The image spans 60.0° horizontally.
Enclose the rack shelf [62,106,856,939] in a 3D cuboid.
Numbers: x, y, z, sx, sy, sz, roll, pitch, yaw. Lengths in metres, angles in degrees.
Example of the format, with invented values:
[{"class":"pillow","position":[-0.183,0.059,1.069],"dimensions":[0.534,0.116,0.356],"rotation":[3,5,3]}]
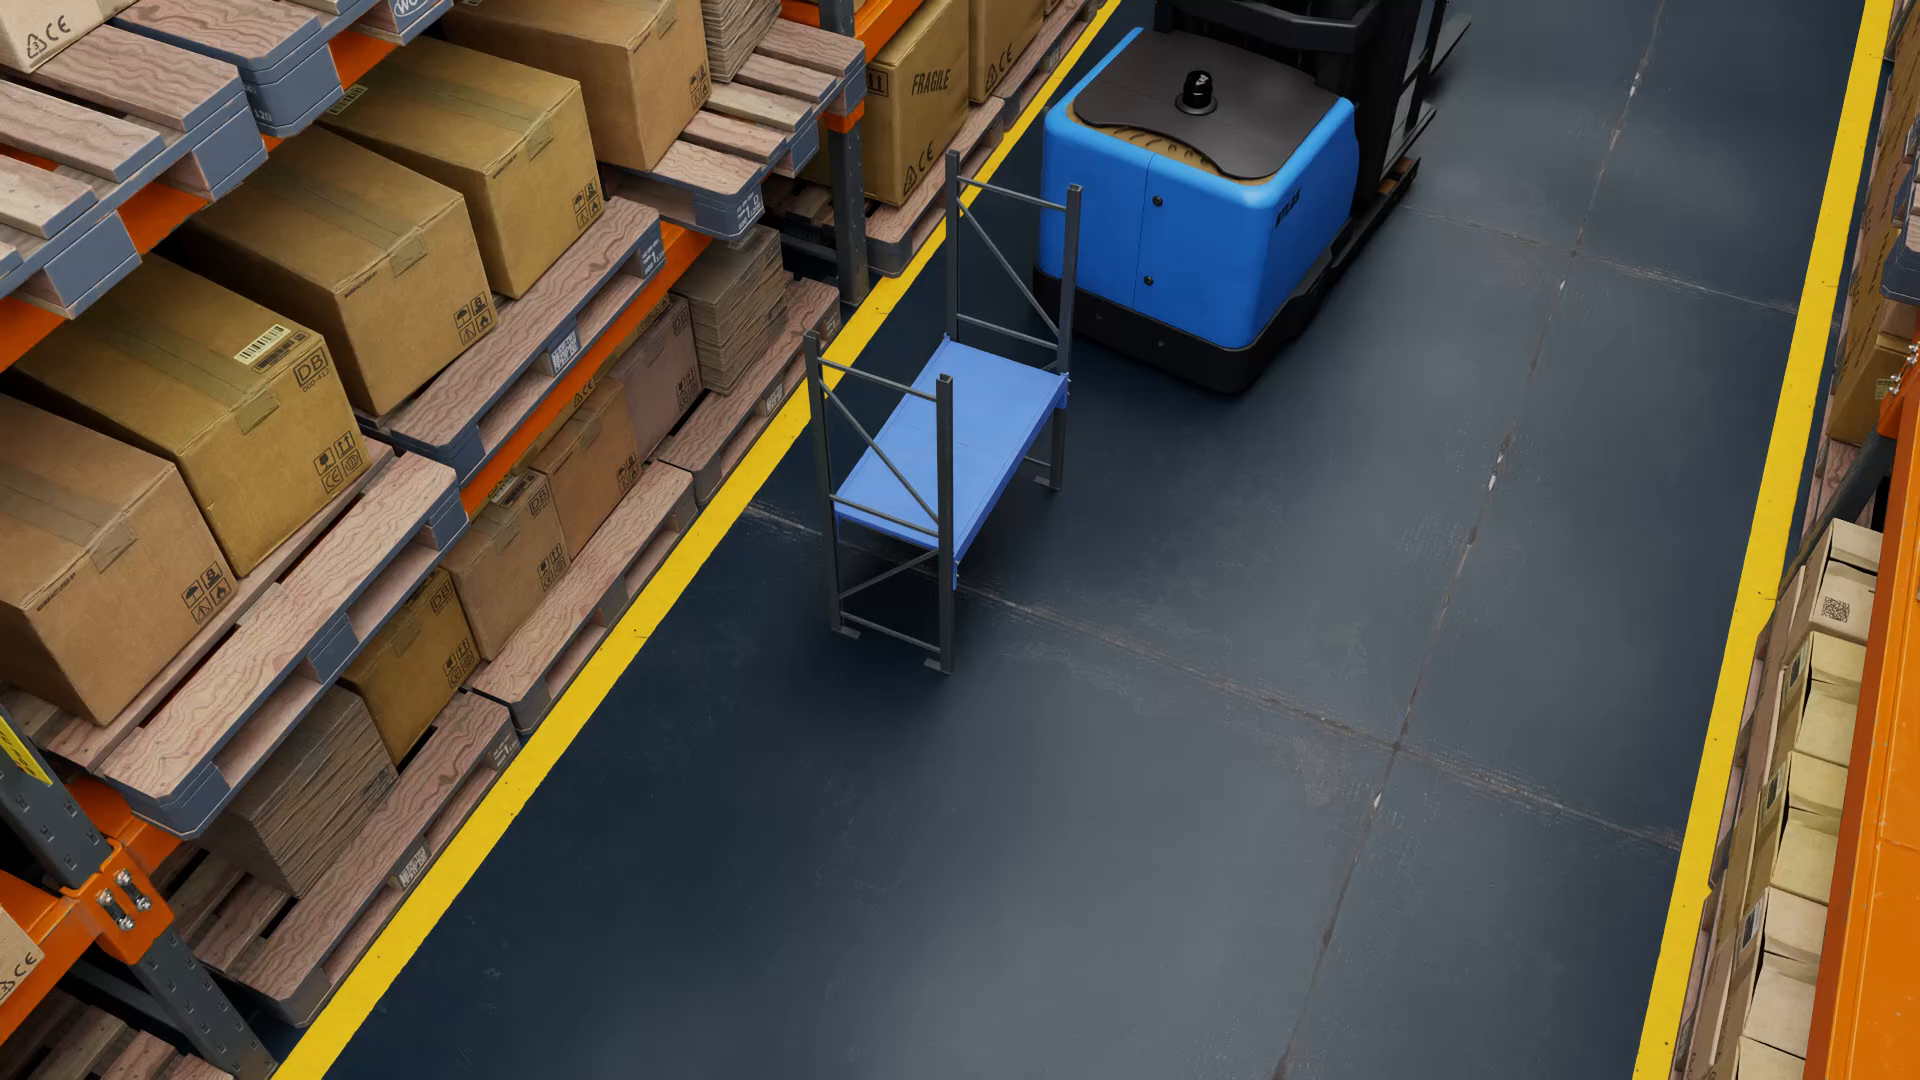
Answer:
[{"class":"rack shelf","position":[-1.741,-0.602,5.580],"dimensions":[1.077,0.370,4.000],"rotation":[20,52,16]}]

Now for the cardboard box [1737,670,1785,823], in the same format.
[{"class":"cardboard box","position":[2.891,0.764,5.475],"dimensions":[0.500,0.250,0.500],"rotation":[18,52,15]}]

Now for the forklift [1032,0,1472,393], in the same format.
[{"class":"forklift","position":[1.538,-2.677,6.918],"dimensions":[1.130,2.935,3.031],"rotation":[26,54,21]}]

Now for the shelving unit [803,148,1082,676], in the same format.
[{"class":"shelving unit","position":[-0.036,-0.427,5.944],"dimensions":[0.538,1.500,1.048],"rotation":[20,52,16]}]

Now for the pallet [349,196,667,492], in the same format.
[{"class":"pallet","position":[-1.695,-0.773,5.380],"dimensions":[1.003,0.211,1.213],"rotation":[20,52,16]}]

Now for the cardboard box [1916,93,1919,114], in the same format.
[{"class":"cardboard box","position":[4.449,-1.990,7.149],"dimensions":[0.500,0.250,0.500],"rotation":[20,52,16]}]

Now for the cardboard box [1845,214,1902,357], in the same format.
[{"class":"cardboard box","position":[4.003,-1.012,6.809],"dimensions":[0.500,0.500,0.500],"rotation":[18,52,15]}]

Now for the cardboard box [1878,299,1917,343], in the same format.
[{"class":"cardboard box","position":[3.802,-0.939,6.255],"dimensions":[0.500,0.250,0.500],"rotation":[22,53,17]}]

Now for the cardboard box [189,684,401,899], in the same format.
[{"class":"cardboard box","position":[-2.296,0.698,5.354],"dimensions":[0.700,0.500,0.500],"rotation":[21,53,17]}]

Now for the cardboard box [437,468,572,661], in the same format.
[{"class":"cardboard box","position":[-1.866,-0.013,5.959],"dimensions":[0.700,0.500,0.500],"rotation":[20,53,16]}]

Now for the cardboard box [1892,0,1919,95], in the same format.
[{"class":"cardboard box","position":[4.876,-2.436,8.021],"dimensions":[0.500,0.500,0.500],"rotation":[18,52,14]}]

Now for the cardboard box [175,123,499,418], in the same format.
[{"class":"cardboard box","position":[-1.849,-0.818,4.937],"dimensions":[0.700,0.500,0.500],"rotation":[27,55,21]}]

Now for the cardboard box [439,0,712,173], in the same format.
[{"class":"cardboard box","position":[-1.292,-1.666,5.659],"dimensions":[0.700,0.500,0.500],"rotation":[15,51,13]}]

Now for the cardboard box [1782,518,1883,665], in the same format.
[{"class":"cardboard box","position":[3.105,0.235,5.557],"dimensions":[0.500,0.311,0.500],"rotation":[21,53,17]}]

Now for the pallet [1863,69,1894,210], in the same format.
[{"class":"pallet","position":[4.990,-1.881,8.027],"dimensions":[1.003,0.211,1.213],"rotation":[20,52,16]}]

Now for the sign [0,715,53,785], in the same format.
[{"class":"sign","position":[-2.101,0.433,3.659],"dimensions":[0.100,0.325,0.005],"rotation":[20,52,16]}]

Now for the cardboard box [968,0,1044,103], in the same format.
[{"class":"cardboard box","position":[-0.074,-2.716,8.043],"dimensions":[0.750,0.750,0.750],"rotation":[20,52,16]}]

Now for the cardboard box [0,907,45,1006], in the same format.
[{"class":"cardboard box","position":[-2.524,1.009,3.822],"dimensions":[0.500,0.250,0.500],"rotation":[20,52,16]}]

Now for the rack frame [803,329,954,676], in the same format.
[{"class":"rack frame","position":[-0.254,-0.077,5.646],"dimensions":[0.500,1.500,0.032],"rotation":[20,52,16]}]

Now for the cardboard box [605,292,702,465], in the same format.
[{"class":"cardboard box","position":[-1.472,-0.715,6.556],"dimensions":[0.700,0.500,0.500],"rotation":[20,52,16]}]

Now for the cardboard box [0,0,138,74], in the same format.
[{"class":"cardboard box","position":[-2.026,-1.311,3.525],"dimensions":[0.500,0.311,0.500],"rotation":[21,53,17]}]

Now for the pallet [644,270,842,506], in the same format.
[{"class":"pallet","position":[-1.222,-0.771,7.082],"dimensions":[1.003,0.211,1.213],"rotation":[20,52,16]}]

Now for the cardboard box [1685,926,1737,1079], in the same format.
[{"class":"cardboard box","position":[2.455,1.477,4.869],"dimensions":[0.500,0.250,0.500],"rotation":[21,53,17]}]

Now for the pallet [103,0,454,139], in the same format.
[{"class":"pallet","position":[-1.795,-1.475,4.004],"dimensions":[1.213,0.211,1.003],"rotation":[20,52,16]}]

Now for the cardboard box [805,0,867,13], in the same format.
[{"class":"cardboard box","position":[-0.536,-2.288,6.695],"dimensions":[0.380,0.149,0.250],"rotation":[19,52,16]}]

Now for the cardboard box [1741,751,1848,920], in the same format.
[{"class":"cardboard box","position":[2.668,0.950,4.948],"dimensions":[0.500,0.311,0.500],"rotation":[19,52,15]}]

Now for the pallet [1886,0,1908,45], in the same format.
[{"class":"pallet","position":[5.597,-2.926,8.917],"dimensions":[1.003,0.211,1.213],"rotation":[20,52,16]}]

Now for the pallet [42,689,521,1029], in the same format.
[{"class":"pallet","position":[-2.264,0.909,5.653],"dimensions":[1.003,0.211,1.213],"rotation":[20,52,16]}]

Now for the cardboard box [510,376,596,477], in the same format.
[{"class":"cardboard box","position":[-1.662,-0.547,5.921],"dimensions":[0.500,0.250,0.500],"rotation":[20,52,16]}]

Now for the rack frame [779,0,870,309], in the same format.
[{"class":"rack frame","position":[-0.886,-2.212,6.478],"dimensions":[1.000,3.000,0.127],"rotation":[20,52,16]}]

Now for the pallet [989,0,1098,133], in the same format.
[{"class":"pallet","position":[0.041,-2.664,8.693],"dimensions":[1.003,0.211,1.213],"rotation":[20,52,16]}]

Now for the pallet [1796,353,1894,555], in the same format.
[{"class":"pallet","position":[3.947,-0.201,6.598],"dimensions":[1.003,0.211,1.213],"rotation":[20,52,16]}]

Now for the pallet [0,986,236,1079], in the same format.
[{"class":"pallet","position":[-2.850,1.920,4.793],"dimensions":[1.003,0.211,1.213],"rotation":[20,52,16]}]

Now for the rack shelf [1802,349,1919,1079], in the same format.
[{"class":"rack shelf","position":[2.740,1.007,4.211],"dimensions":[1.077,0.370,4.000],"rotation":[20,52,16]}]

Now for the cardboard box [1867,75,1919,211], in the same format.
[{"class":"cardboard box","position":[4.438,-1.723,7.414],"dimensions":[0.500,0.500,0.500],"rotation":[20,53,17]}]

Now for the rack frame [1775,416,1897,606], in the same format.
[{"class":"rack frame","position":[3.594,-0.603,5.109],"dimensions":[1.000,3.000,0.127],"rotation":[20,52,16]}]

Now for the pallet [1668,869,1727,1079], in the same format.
[{"class":"pallet","position":[2.685,1.692,4.987],"dimensions":[1.003,0.211,1.213],"rotation":[20,52,16]}]

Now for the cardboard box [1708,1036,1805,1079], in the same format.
[{"class":"cardboard box","position":[2.231,1.649,4.354],"dimensions":[0.500,0.311,0.500],"rotation":[20,52,16]}]

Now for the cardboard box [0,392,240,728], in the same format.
[{"class":"cardboard box","position":[-2.347,0.028,4.217],"dimensions":[0.700,0.500,0.500],"rotation":[20,52,16]}]
